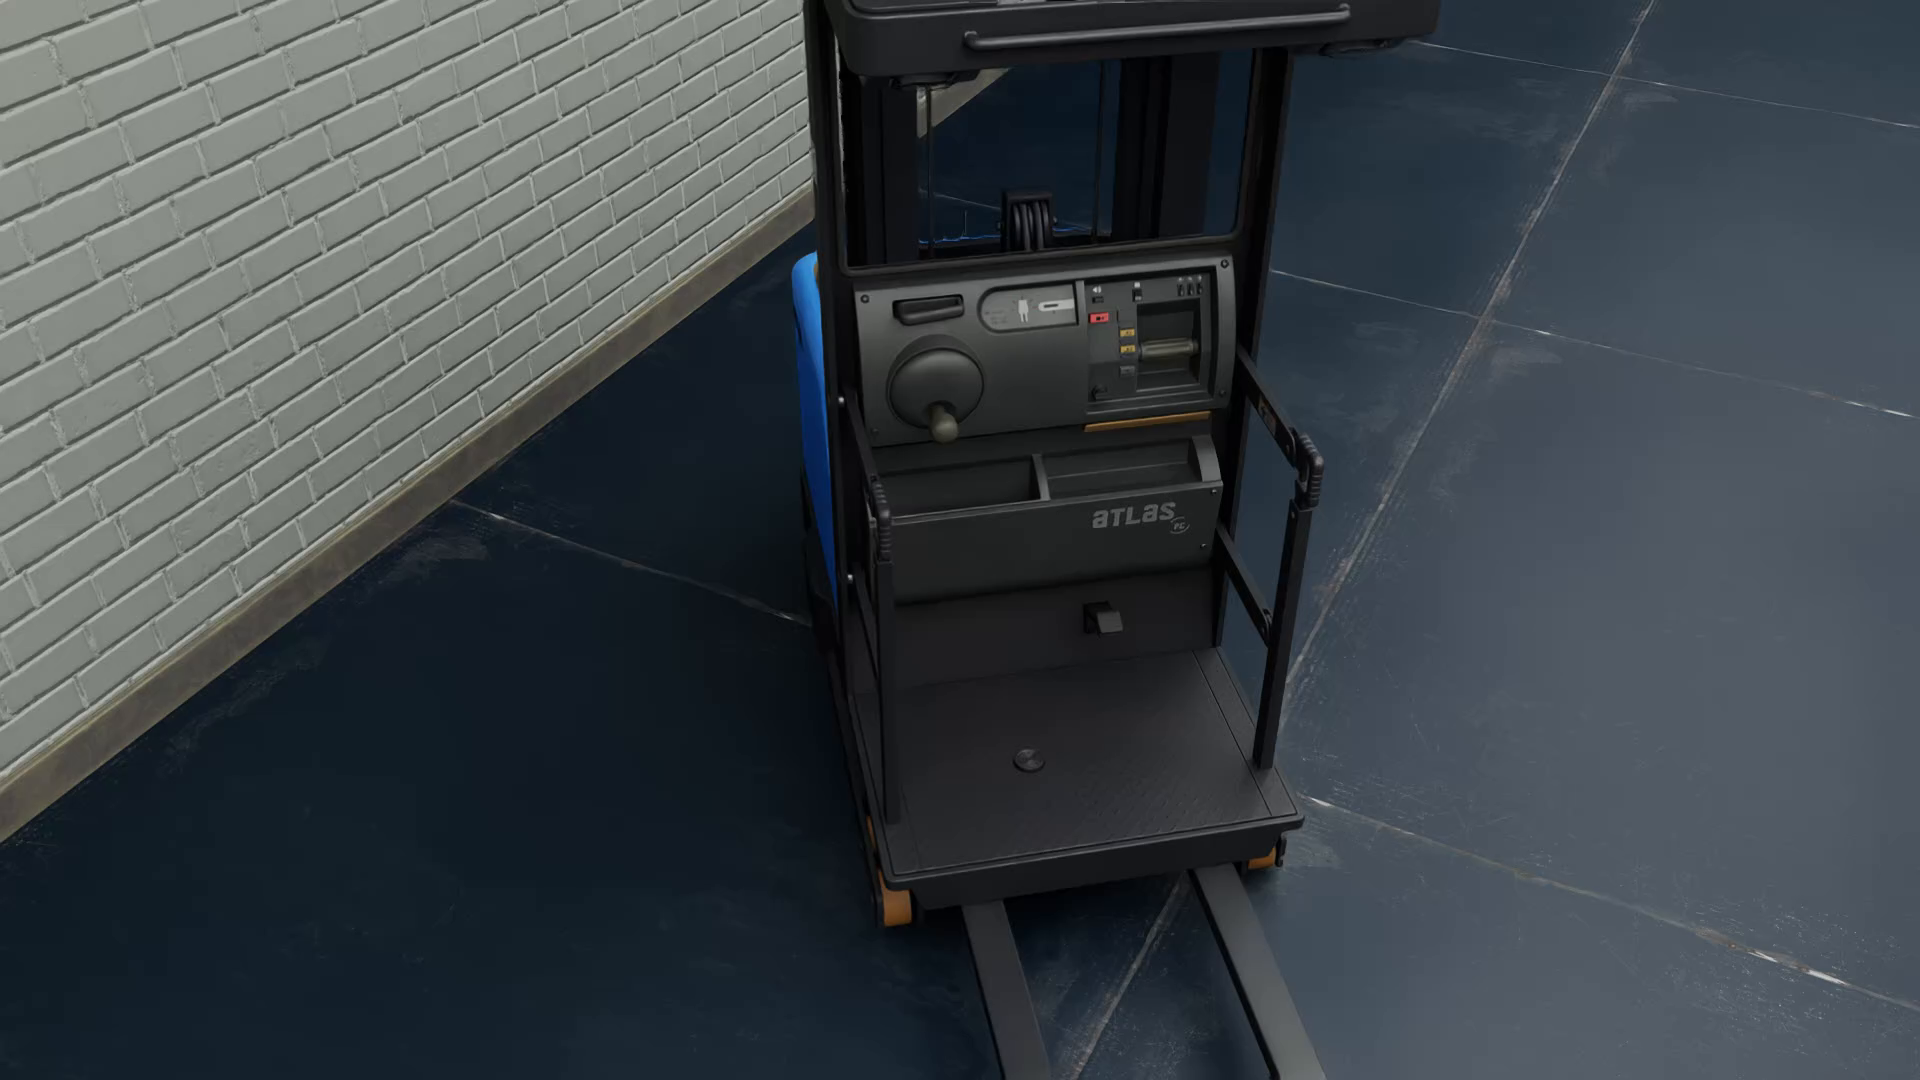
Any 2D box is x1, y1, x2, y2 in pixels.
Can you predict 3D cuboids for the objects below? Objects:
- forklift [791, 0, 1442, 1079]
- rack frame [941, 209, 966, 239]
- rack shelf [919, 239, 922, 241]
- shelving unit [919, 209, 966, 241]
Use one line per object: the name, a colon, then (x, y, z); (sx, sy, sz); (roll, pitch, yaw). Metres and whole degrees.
forklift: (0.258, -0.393, 3.844); (1.130, 2.935, 3.031); (-7, 38, -9)
rack frame: (-0.020, -0.609, 5.684); (0.008, 1.050, 0.200); (13, 39, 17)
rack shelf: (-0.134, -0.853, 5.553); (0.240, 0.259, 0.215); (13, 39, 17)
shelving unit: (-0.134, -0.635, 5.719); (0.252, 1.050, 0.215); (13, 39, 17)
